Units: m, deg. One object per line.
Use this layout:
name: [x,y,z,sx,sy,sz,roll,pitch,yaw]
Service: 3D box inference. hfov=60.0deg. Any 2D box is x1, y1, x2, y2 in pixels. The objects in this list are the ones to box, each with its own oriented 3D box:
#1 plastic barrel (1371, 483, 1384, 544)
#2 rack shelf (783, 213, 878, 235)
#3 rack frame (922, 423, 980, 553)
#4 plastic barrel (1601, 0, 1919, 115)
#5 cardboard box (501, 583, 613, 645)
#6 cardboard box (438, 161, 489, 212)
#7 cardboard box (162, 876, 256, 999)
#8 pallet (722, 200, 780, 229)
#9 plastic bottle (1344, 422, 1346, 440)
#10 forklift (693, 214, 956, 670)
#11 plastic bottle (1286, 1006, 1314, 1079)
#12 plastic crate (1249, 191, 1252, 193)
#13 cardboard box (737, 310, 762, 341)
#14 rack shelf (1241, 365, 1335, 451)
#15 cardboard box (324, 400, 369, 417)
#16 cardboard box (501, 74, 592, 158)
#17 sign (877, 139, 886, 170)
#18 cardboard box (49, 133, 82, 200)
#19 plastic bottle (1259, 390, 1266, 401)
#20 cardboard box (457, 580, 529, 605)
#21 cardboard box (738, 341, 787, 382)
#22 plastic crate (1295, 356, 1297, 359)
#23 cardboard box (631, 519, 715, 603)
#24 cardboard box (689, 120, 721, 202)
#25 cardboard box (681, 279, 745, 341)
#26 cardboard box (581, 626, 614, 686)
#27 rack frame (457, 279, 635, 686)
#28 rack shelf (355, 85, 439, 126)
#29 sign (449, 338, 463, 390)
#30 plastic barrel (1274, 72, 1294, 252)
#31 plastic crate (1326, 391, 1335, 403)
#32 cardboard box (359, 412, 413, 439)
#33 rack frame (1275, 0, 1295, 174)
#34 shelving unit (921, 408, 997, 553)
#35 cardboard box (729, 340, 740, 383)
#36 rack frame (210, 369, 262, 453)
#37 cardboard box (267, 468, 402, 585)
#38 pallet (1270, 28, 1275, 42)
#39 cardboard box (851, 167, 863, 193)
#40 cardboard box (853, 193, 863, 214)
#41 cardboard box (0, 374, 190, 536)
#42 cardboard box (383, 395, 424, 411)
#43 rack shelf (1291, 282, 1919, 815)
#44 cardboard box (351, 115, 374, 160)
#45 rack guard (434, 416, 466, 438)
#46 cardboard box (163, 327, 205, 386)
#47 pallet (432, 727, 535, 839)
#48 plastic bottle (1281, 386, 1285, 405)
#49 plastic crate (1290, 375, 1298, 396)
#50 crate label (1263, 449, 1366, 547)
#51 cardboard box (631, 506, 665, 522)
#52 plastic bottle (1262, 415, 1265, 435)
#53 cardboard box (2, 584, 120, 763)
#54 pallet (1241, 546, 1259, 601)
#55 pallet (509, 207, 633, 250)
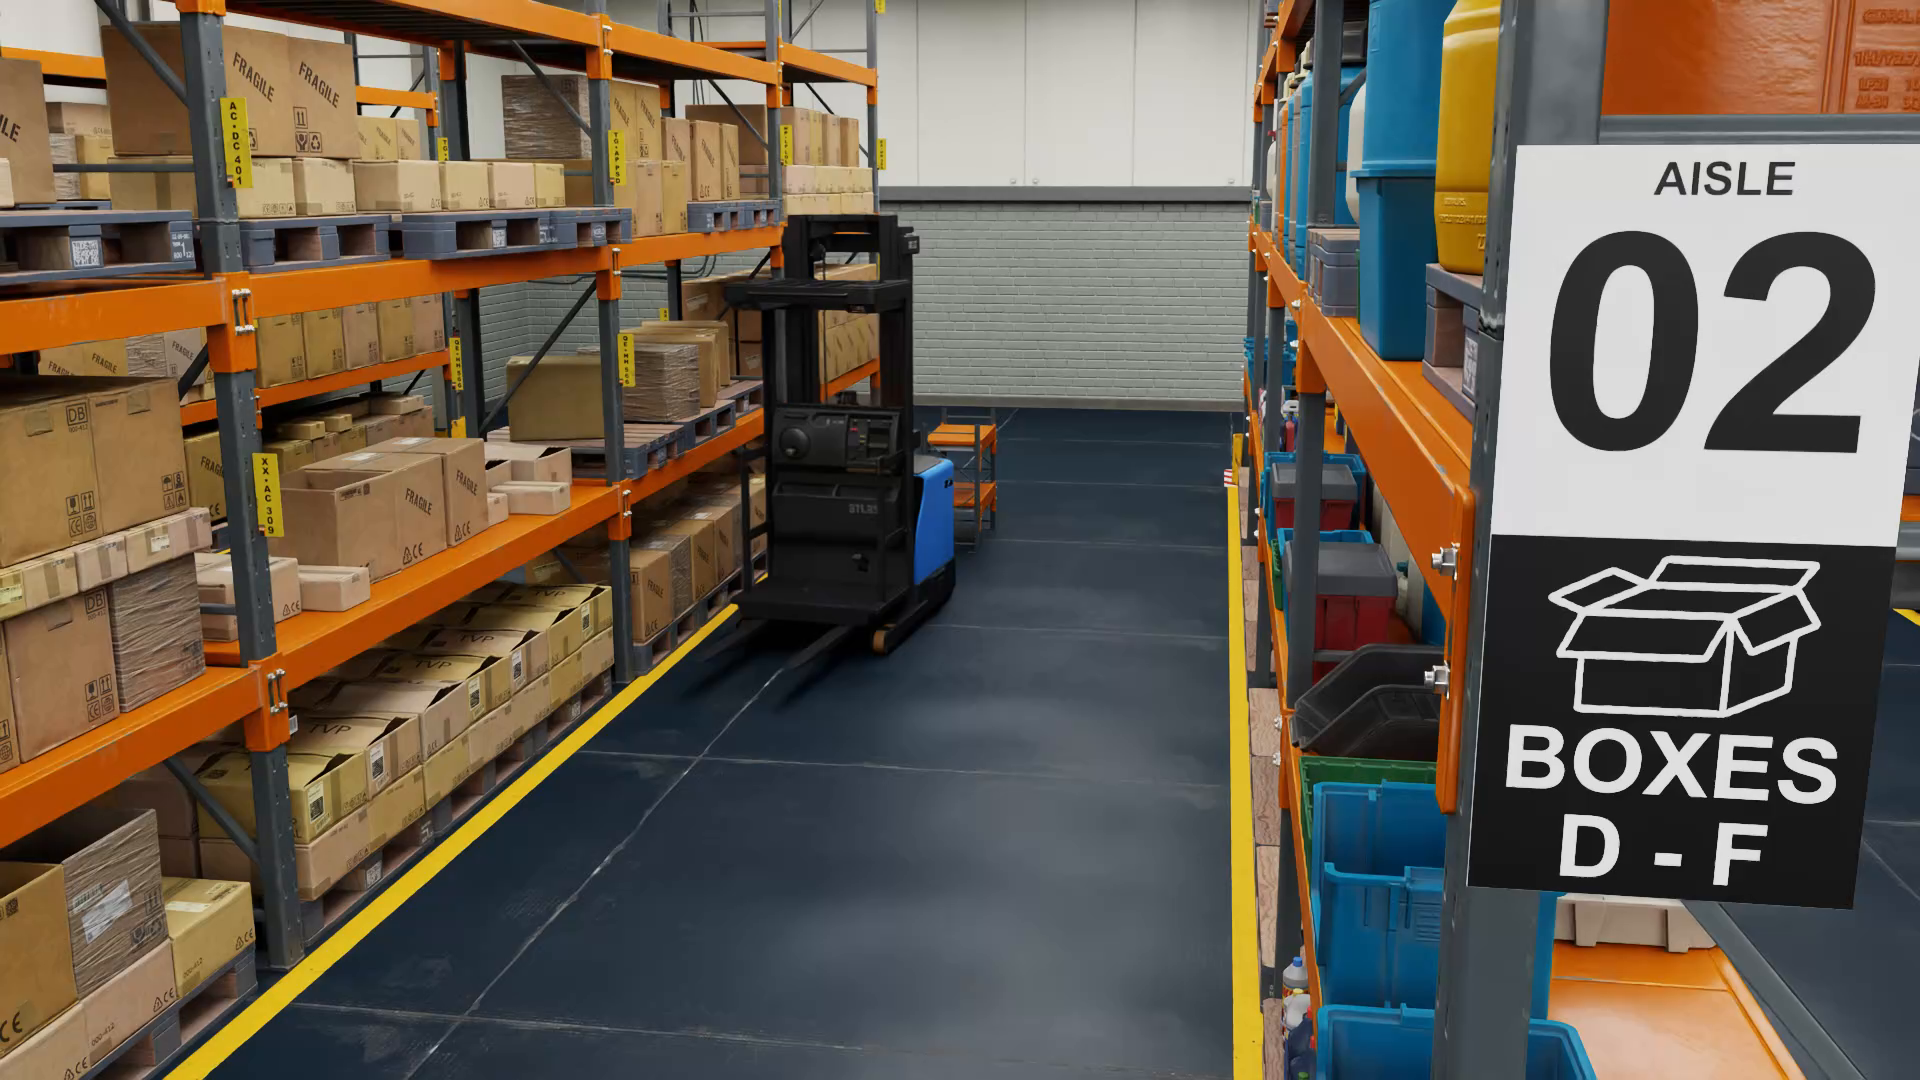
plastic barrel: [2.271,-0.146,8.287,0.421,0.512,0.421,0,12,0]
rack shelf: [-1.688,-2.925,16.035,1.077,0.370,4.000,2,12,9]
rack frame: [-0.077,-0.445,14.390,0.500,1.125,0.032,2,12,9]
plastic barrel: [1.002,-0.722,2.087,0.600,0.830,0.708,2,12,9]
cardboard box: [-2.448,0.420,10.123,0.500,0.311,0.500,2,12,10]
cardboard box: [-2.787,-1.835,8.628,0.500,0.250,0.500,2,12,8]
cardboard box: [-3.081,1.513,6.380,0.500,0.250,0.500,2,12,9]
pallet: [-2.165,-2.635,13.428,1.213,0.211,1.003,2,12,9]
plastic bottle: [2.877,-0.869,12.210,0.097,0.271,0.097,0,12,0]
forklift: [-0.933,-0.745,11.491,1.130,2.935,3.031,4,13,16]
plastic bottle: [1.134,1.667,5.383,0.144,0.351,0.185,2,12,10]
plastic crate: [3.179,-3.397,16.826,0.497,0.269,0.590,2,12,9]
cardboard box: [-1.645,-2.021,14.640,0.500,0.500,0.500,2,12,10]
rack shelf: [3.206,-1.298,15.603,1.077,0.370,4.000,2,12,9]
cardboard box: [-6.579,-1.413,17.827,0.380,0.149,0.250,2,12,9]
cardboard box: [-2.537,-2.656,10.468,0.500,0.500,0.500,2,12,9]
sign: [-0.835,-4.104,17.695,0.100,0.325,0.005,2,12,9]
cardboard box: [-7.297,-2.885,12.856,0.700,0.500,0.500,2,12,9]
plastic bottle: [2.385,-1.035,12.981,0.097,0.271,0.097,0,12,0]
cardboard box: [-2.981,0.403,10.204,0.500,0.311,0.500,2,12,11]
cardboard box: [-1.648,-1.540,14.784,0.500,0.500,0.500,2,12,10]
plastic crate: [3.508,-1.731,16.387,0.396,0.136,0.243,2,12,9]
cardboard box: [-2.101,0.146,12.084,0.500,0.500,0.500,2,12,8]
cardboard box: [-2.226,-2.921,12.837,0.600,0.600,0.600,2,12,8]
cardboard box: [-2.173,-2.046,14.755,0.500,0.500,0.500,2,12,9]
cardboard box: [-2.450,0.695,10.180,0.500,0.250,0.500,2,12,10]
rack frame: [-2.611,-0.562,10.480,1.000,3.000,0.127,2,12,9]
rack shelf: [-6.583,-4.356,16.502,1.077,0.370,4.000,2,12,9]
sign: [-3.148,-1.105,10.438,0.100,0.325,0.005,2,12,9]
plastic barrel: [1.943,-1.948,8.602,0.600,0.901,0.600,0,12,0]
plastic crate: [3.111,-1.226,14.044,0.396,0.136,0.243,2,12,9]
cardboard box: [-6.361,-1.117,17.993,0.700,0.500,0.500,2,12,8]
rack frame: [2.283,-3.333,9.099,1.000,3.000,0.127,2,12,9]
shelving unit: [0.001,-0.551,14.881,0.538,1.125,1.048,2,12,9]
cardboard box: [-2.172,-1.556,14.854,0.500,0.500,0.500,2,12,10]
rack frame: [-6.891,-1.554,15.084,1.000,3.000,0.127,2,12,9]
cardboard box: [-3.010,-0.047,7.854,0.500,0.500,0.500,3,12,13]
pallet: [2.802,-3.705,12.221,1.003,0.211,1.213,2,12,9]
cardboard box: [-1.284,-3.645,16.836,0.500,0.250,0.500,2,12,9]
cardboard box: [-1.286,-3.401,16.890,0.500,0.250,0.500,2,12,9]
cardboard box: [-3.288,-0.319,6.039,0.700,0.500,0.500,2,12,9]
cardboard box: [-6.124,-1.506,18.256,0.380,0.149,0.250,2,12,8]
rack shelf: [1.361,-0.266,3.695,1.077,0.370,4.000,2,12,9]
cardboard box: [-6.278,-4.027,16.779,0.500,0.500,0.500,1,12,6]
rack guard: [-6.272,-1.170,19.235,1.175,0.500,0.348,2,12,9]
cardboard box: [-6.781,-1.547,14.062,0.500,0.500,0.500,2,12,9]
pallet: [-2.966,1.225,8.809,1.003,0.211,1.213,2,12,9]
plastic bottle: [2.518,-1.138,13.270,0.144,0.351,0.185,2,12,9]
plastic crate: [2.805,-1.370,14.739,0.437,0.125,0.590,2,12,9]
crate label: [1.863,-0.220,8.808,0.502,0.435,0.616,2,12,9]
cardboard box: [-2.544,0.026,12.643,0.500,0.500,0.500,1,12,7]
plastic bottle: [2.213,-0.802,11.898,0.097,0.271,0.097,0,12,0]
cardboard box: [-3.362,0.425,5.665,0.700,0.500,0.500,2,12,8]
pallet: [2.739,0.289,13.150,1.003,0.211,1.213,2,12,9]
pallet: [-2.627,-1.792,9.514,1.213,0.211,1.003,2,12,11]
